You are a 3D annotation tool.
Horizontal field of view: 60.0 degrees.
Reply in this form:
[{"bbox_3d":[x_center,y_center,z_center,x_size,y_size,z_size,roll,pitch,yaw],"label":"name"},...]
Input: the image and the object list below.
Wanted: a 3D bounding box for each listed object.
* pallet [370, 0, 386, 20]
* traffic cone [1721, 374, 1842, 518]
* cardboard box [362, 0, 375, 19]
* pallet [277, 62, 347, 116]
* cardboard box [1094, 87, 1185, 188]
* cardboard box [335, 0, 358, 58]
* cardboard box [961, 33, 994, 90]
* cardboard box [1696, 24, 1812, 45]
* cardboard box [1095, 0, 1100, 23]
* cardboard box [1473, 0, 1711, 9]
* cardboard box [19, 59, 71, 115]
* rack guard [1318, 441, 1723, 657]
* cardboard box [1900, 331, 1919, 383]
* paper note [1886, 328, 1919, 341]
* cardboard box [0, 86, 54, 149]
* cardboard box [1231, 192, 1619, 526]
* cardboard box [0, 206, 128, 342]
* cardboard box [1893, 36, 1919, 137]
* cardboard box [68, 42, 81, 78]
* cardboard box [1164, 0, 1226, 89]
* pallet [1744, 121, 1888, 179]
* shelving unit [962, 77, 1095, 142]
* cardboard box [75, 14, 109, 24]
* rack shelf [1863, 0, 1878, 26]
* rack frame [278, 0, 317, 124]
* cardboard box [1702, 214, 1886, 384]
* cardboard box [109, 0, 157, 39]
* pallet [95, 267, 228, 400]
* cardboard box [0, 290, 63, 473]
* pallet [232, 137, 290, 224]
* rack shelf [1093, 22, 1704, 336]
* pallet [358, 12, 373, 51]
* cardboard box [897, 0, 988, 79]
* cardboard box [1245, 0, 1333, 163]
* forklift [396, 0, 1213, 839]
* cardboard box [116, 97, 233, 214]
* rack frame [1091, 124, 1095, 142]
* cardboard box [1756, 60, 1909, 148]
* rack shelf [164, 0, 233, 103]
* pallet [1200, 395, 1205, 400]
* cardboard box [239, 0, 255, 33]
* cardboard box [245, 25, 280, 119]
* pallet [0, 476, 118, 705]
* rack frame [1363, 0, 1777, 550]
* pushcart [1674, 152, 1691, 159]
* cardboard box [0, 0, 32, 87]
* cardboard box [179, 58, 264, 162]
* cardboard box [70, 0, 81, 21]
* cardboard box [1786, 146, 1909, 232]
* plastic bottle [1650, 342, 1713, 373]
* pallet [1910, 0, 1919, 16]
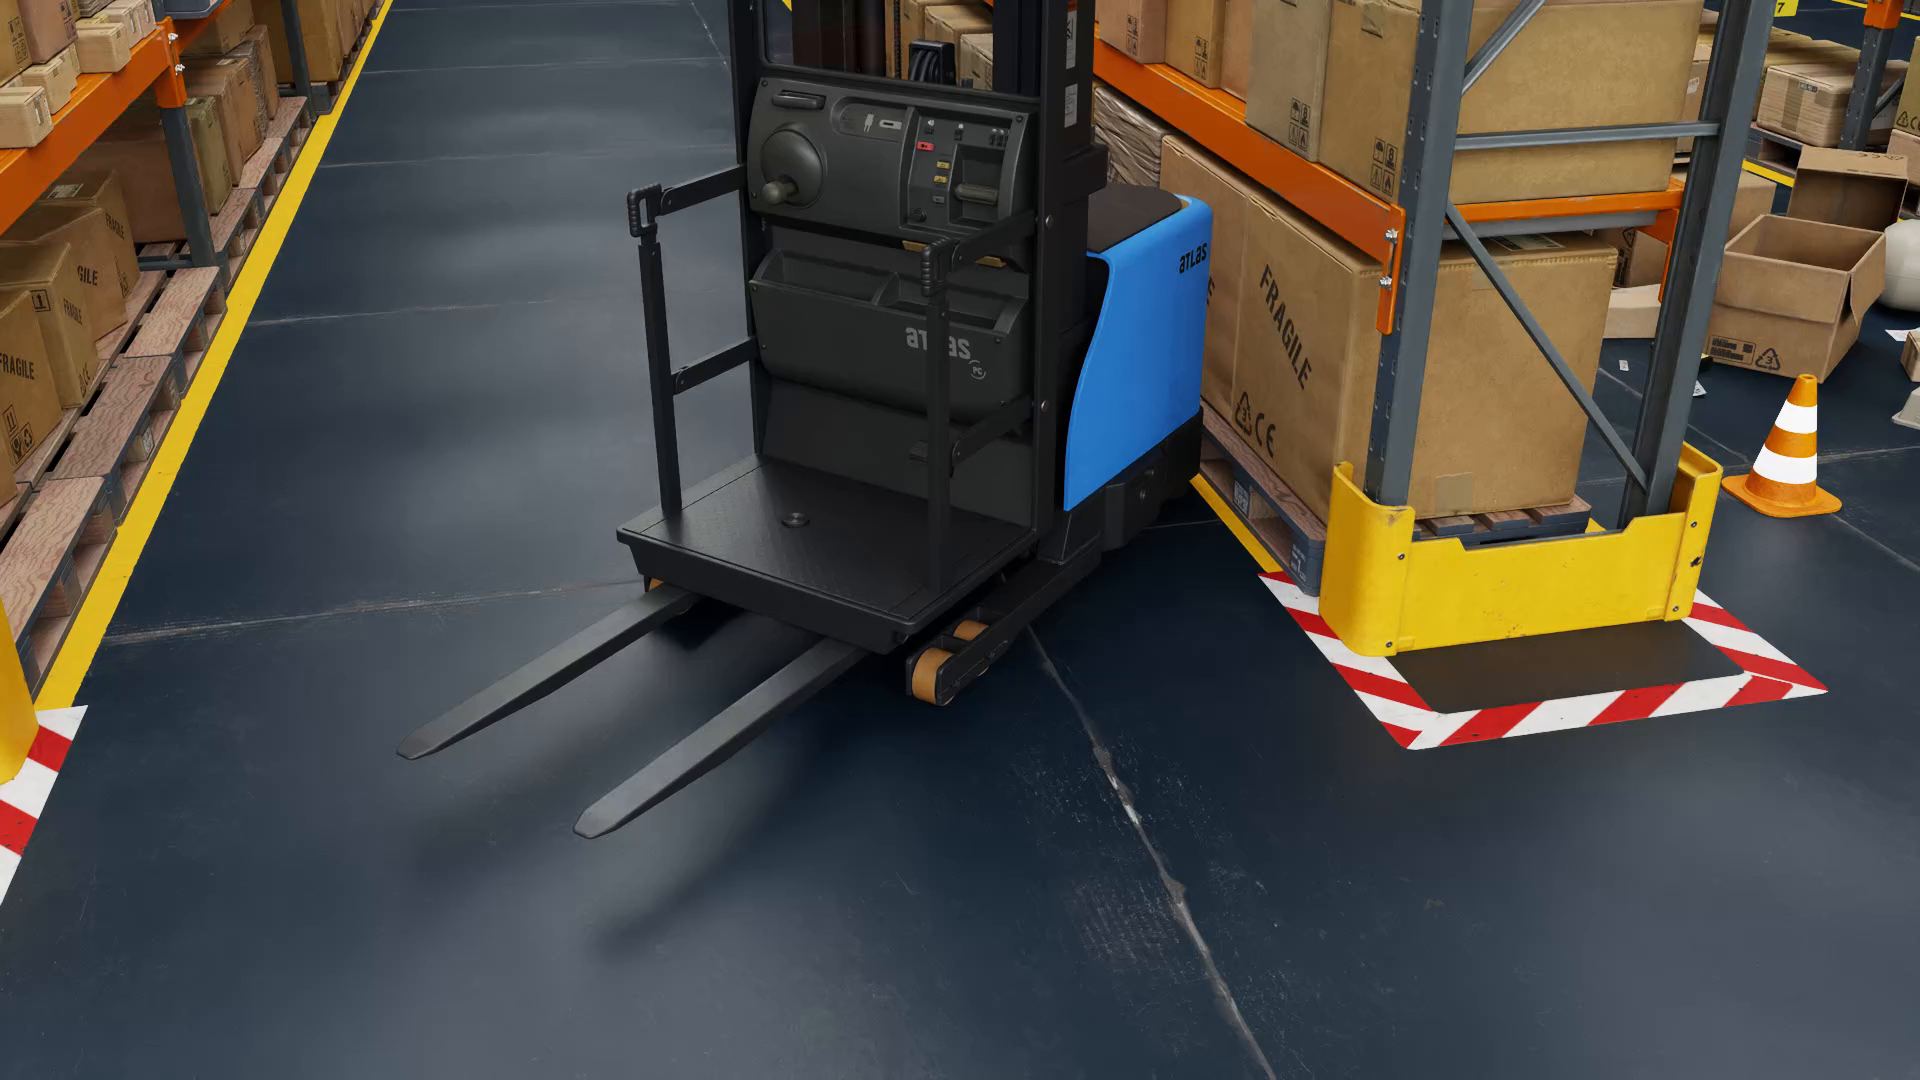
[{"bbox_3d":[-5.925,-5.029,15.479,1.003,0.211,1.213,-6,27,-12],"label":"pallet"},{"bbox_3d":[2.993,-0.368,5.965,0.336,0.463,0.334,-6,27,-12],"label":"traffic cone"},{"bbox_3d":[-5.666,-4.892,14.005,1.225,0.875,0.875,-6,27,-11],"label":"cardboard box"},{"bbox_3d":[-5.033,-3.285,12.023,1.003,0.211,1.213,-6,27,-12],"label":"pallet"},{"bbox_3d":[1.108,-1.439,7.165,0.875,0.875,0.875,-6,27,-11],"label":"cardboard box"},{"bbox_3d":[-5.257,-4.112,12.459,1.225,0.875,0.875,-6,27,-11],"label":"cardboard box"},{"bbox_3d":[0.600,-2.326,9.059,1.050,0.750,0.750,-6,27,-12],"label":"cardboard box"},{"bbox_3d":[5.183,-3.291,11.391,0.950,0.372,0.625,-5,27,-10],"label":"cardboard box"},{"bbox_3d":[1.069,-2.546,7.299,0.875,0.550,0.550,-6,27,-12],"label":"cardboard box"},{"bbox_3d":[1.683,-1.839,4.699,0.875,0.550,0.550,-6,27,-12],"label":"cardboard box"},{"bbox_3d":[-3.369,-1.583,5.836,0.380,0.149,0.250,-6,27,-12],"label":"cardboard box"},{"bbox_3d":[1.735,0.003,5.188,1.175,0.500,0.348,-6,27,-12],"label":"rack guard"},{"bbox_3d":[4.266,-0.767,7.105,0.380,0.149,0.250,8,28,15],"label":"cardboard box"},{"bbox_3d":[4.332,-0.940,7.592,0.148,0.019,0.142,3,27,6],"label":"paper note"},{"bbox_3d":[-3.201,-1.369,5.413,0.380,0.149,0.250,-6,27,-12],"label":"cardboard box"},{"bbox_3d":[1.512,-0.653,5.607,0.875,0.875,0.875,-6,27,-11],"label":"cardboard box"},{"bbox_3d":[-3.840,-1.061,6.831,0.500,0.500,0.500,2,27,5],"label":"cardboard box"},{"bbox_3d":[5.498,-2.434,8.997,0.500,0.500,0.500,-5,27,-9],"label":"cardboard box"},{"bbox_3d":[-3.555,-1.795,6.256,0.380,0.149,0.250,-6,27,-12],"label":"cardboard box"},{"bbox_3d":[1.293,-2.075,6.365,0.875,0.550,0.500,-6,27,-12],"label":"cardboard box"},{"bbox_3d":[5.451,-2.523,10.514,1.003,0.211,1.213,-6,27,-12],"label":"pallet"},{"bbox_3d":[0.062,-1.256,6.991,0.538,1.125,1.048,-13,30,-24],"label":"shelving unit"},{"bbox_3d":[-3.647,-2.016,6.695,0.380,0.149,0.250,-6,27,-12],"label":"cardboard box"},{"bbox_3d":[5.177,-3.983,11.110,1.077,0.370,4.000,-6,27,-12],"label":"rack shelf"},{"bbox_3d":[-4.929,-4.176,10.694,1.000,3.000,0.127,-6,27,-12],"label":"rack frame"},{"bbox_3d":[3.667,-1.070,7.311,0.637,0.503,0.797,19,32,32],"label":"cardboard box"},{"bbox_3d":[-3.692,-2.243,7.144,0.380,0.149,0.250,-6,27,-12],"label":"cardboard box"},{"bbox_3d":[-3.841,-0.884,7.266,1.003,0.211,1.213,-6,27,-12],"label":"pallet"},{"bbox_3d":[-3.541,-0.547,5.812,0.500,0.500,0.500,-3,27,-7],"label":"cardboard box"},{"bbox_3d":[-4.483,-2.053,9.583,1.003,0.211,1.213,-6,27,-12],"label":"pallet"},{"bbox_3d":[1.279,-1.680,6.548,1.077,0.370,4.000,-6,27,-12],"label":"rack shelf"},{"bbox_3d":[-5.583,-4.356,14.146,1.003,0.211,1.213,-6,27,-12],"label":"pallet"},{"bbox_3d":[0.176,-3.158,10.709,1.050,0.750,0.750,-6,27,-11],"label":"cardboard box"},{"bbox_3d":[1.456,-1.587,5.400,0.875,0.550,0.550,-6,27,-12],"label":"cardboard box"},{"bbox_3d":[-0.334,-1.071,4.618,1.130,2.935,3.031,16,31,29],"label":"forklift"},{"bbox_3d":[-4.234,-1.983,8.636,0.700,0.500,0.500,-6,27,-12],"label":"cardboard box"},{"bbox_3d":[0.293,-1.052,6.587,0.500,1.125,0.032,-13,30,-24],"label":"rack frame"},{"bbox_3d":[5.507,-2.670,10.162,0.950,0.372,0.625,-6,27,-11],"label":"cardboard box"},{"bbox_3d":[-4.478,-2.977,9.117,1.077,0.370,4.000,-6,27,-12],"label":"rack shelf"},{"bbox_3d":[1.202,-0.756,7.013,1.003,0.211,1.213,-6,27,-12],"label":"pallet"},{"bbox_3d":[-4.748,-3.300,10.413,0.500,0.250,0.500,-5,27,-9],"label":"cardboard box"},{"bbox_3d":[-4.758,-2.964,10.579,0.700,0.500,0.500,-7,28,-14],"label":"cardboard box"},{"bbox_3d":[-3.292,0.188,5.144,1.003,0.211,1.213,-6,27,-12],"label":"pallet"},{"bbox_3d":[1.729,-1.123,4.646,1.000,3.000,0.127,-6,27,-12],"label":"rack frame"},{"bbox_3d":[3.418,-2.002,9.297,1.648,0.377,0.936,-16,31,-29],"label":"pushcart"},{"bbox_3d":[-3.624,-1.737,5.422,0.875,0.500,0.500,-6,27,-12],"label":"cardboard box"},{"bbox_3d":[-4.486,-2.474,9.608,0.700,0.500,0.500,-4,27,-7],"label":"cardboard box"},{"bbox_3d":[-3.908,-2.170,6.280,0.875,0.500,0.500,-6,27,-12],"label":"cardboard box"},{"bbox_3d":[4.544,-1.703,8.566,0.500,0.500,0.500,13,30,24],"label":"cardboard box"},{"bbox_3d":[3.130,-0.805,7.278,0.133,0.061,0.283,-16,31,-29],"label":"plastic bottle"},{"bbox_3d":[9.430,-4.774,14.975,1.003,0.211,1.213,-6,27,-12],"label":"pallet"}]
